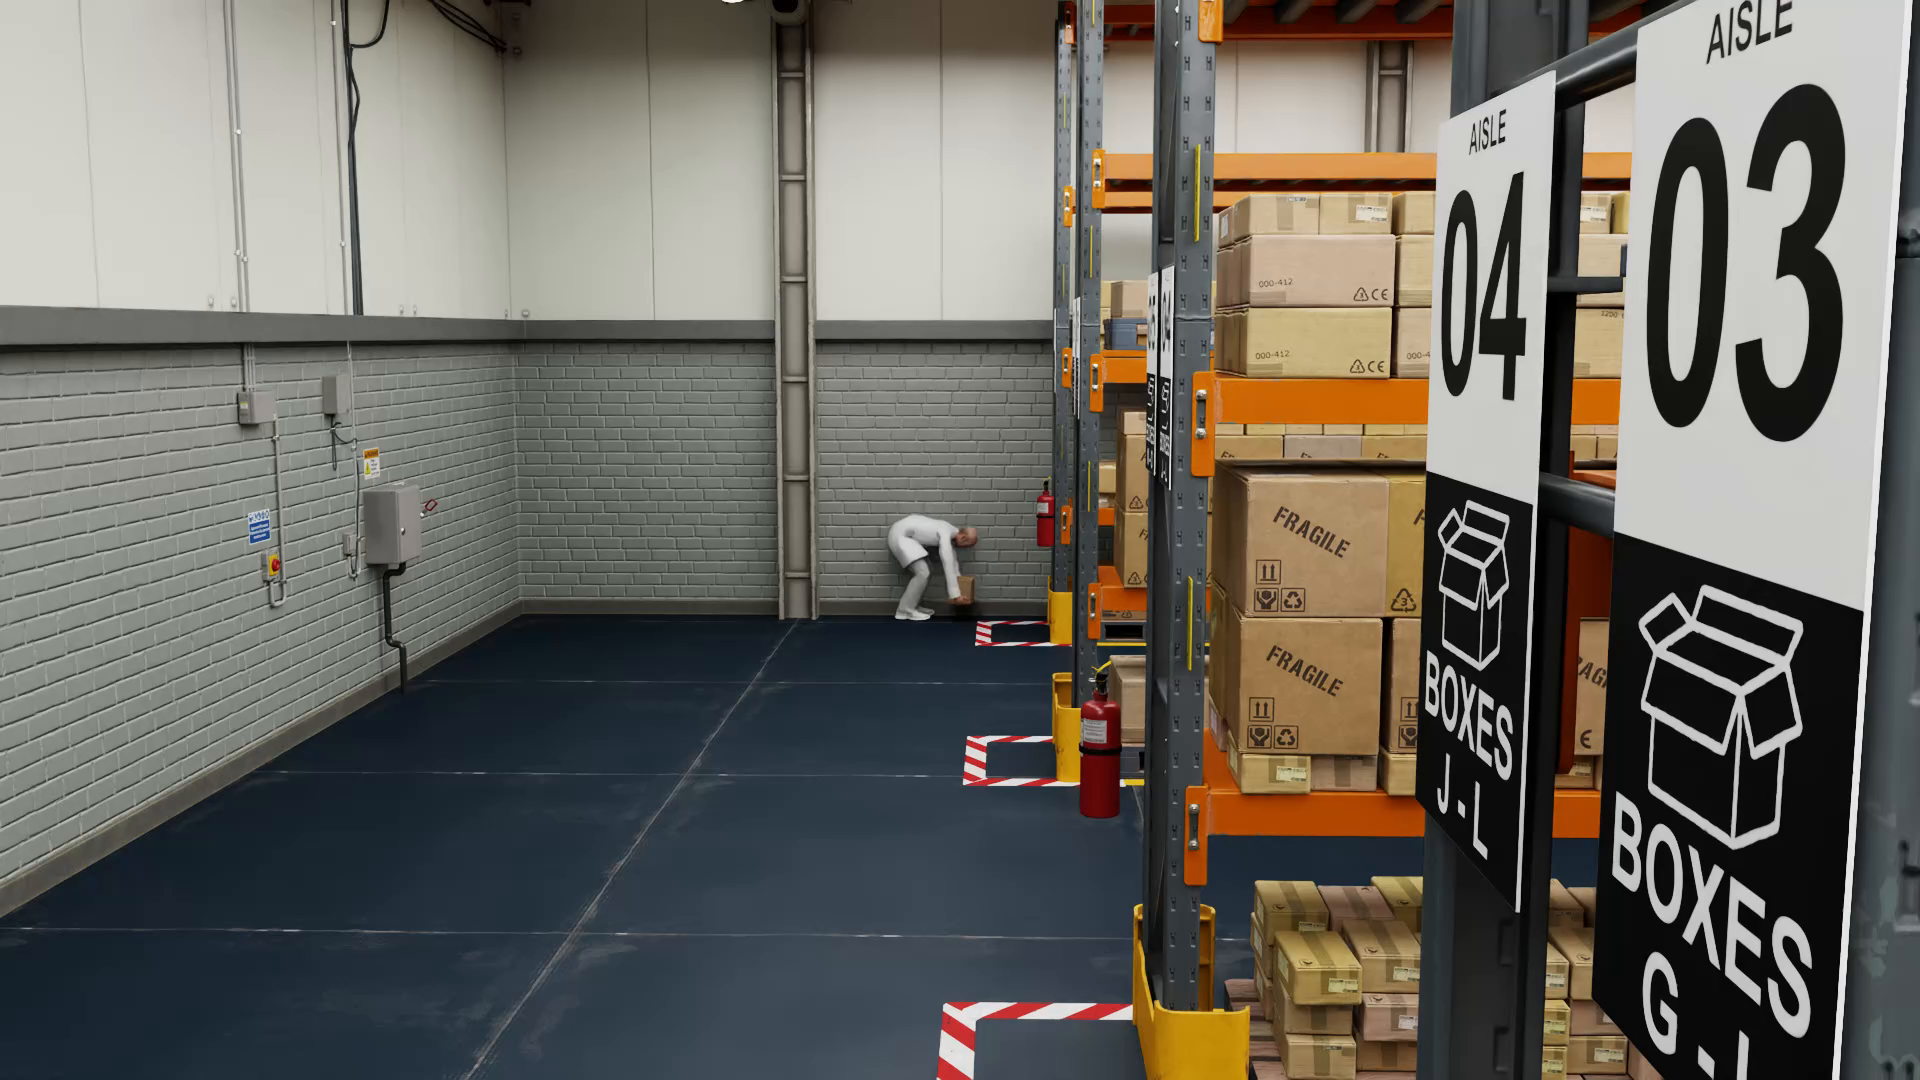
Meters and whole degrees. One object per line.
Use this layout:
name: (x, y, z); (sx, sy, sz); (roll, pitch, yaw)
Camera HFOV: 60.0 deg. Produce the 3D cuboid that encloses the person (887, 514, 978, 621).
person: (-0.281, 0.280, 17.348); (0.949, 1.087, 0.578); (1, 7, 5)
